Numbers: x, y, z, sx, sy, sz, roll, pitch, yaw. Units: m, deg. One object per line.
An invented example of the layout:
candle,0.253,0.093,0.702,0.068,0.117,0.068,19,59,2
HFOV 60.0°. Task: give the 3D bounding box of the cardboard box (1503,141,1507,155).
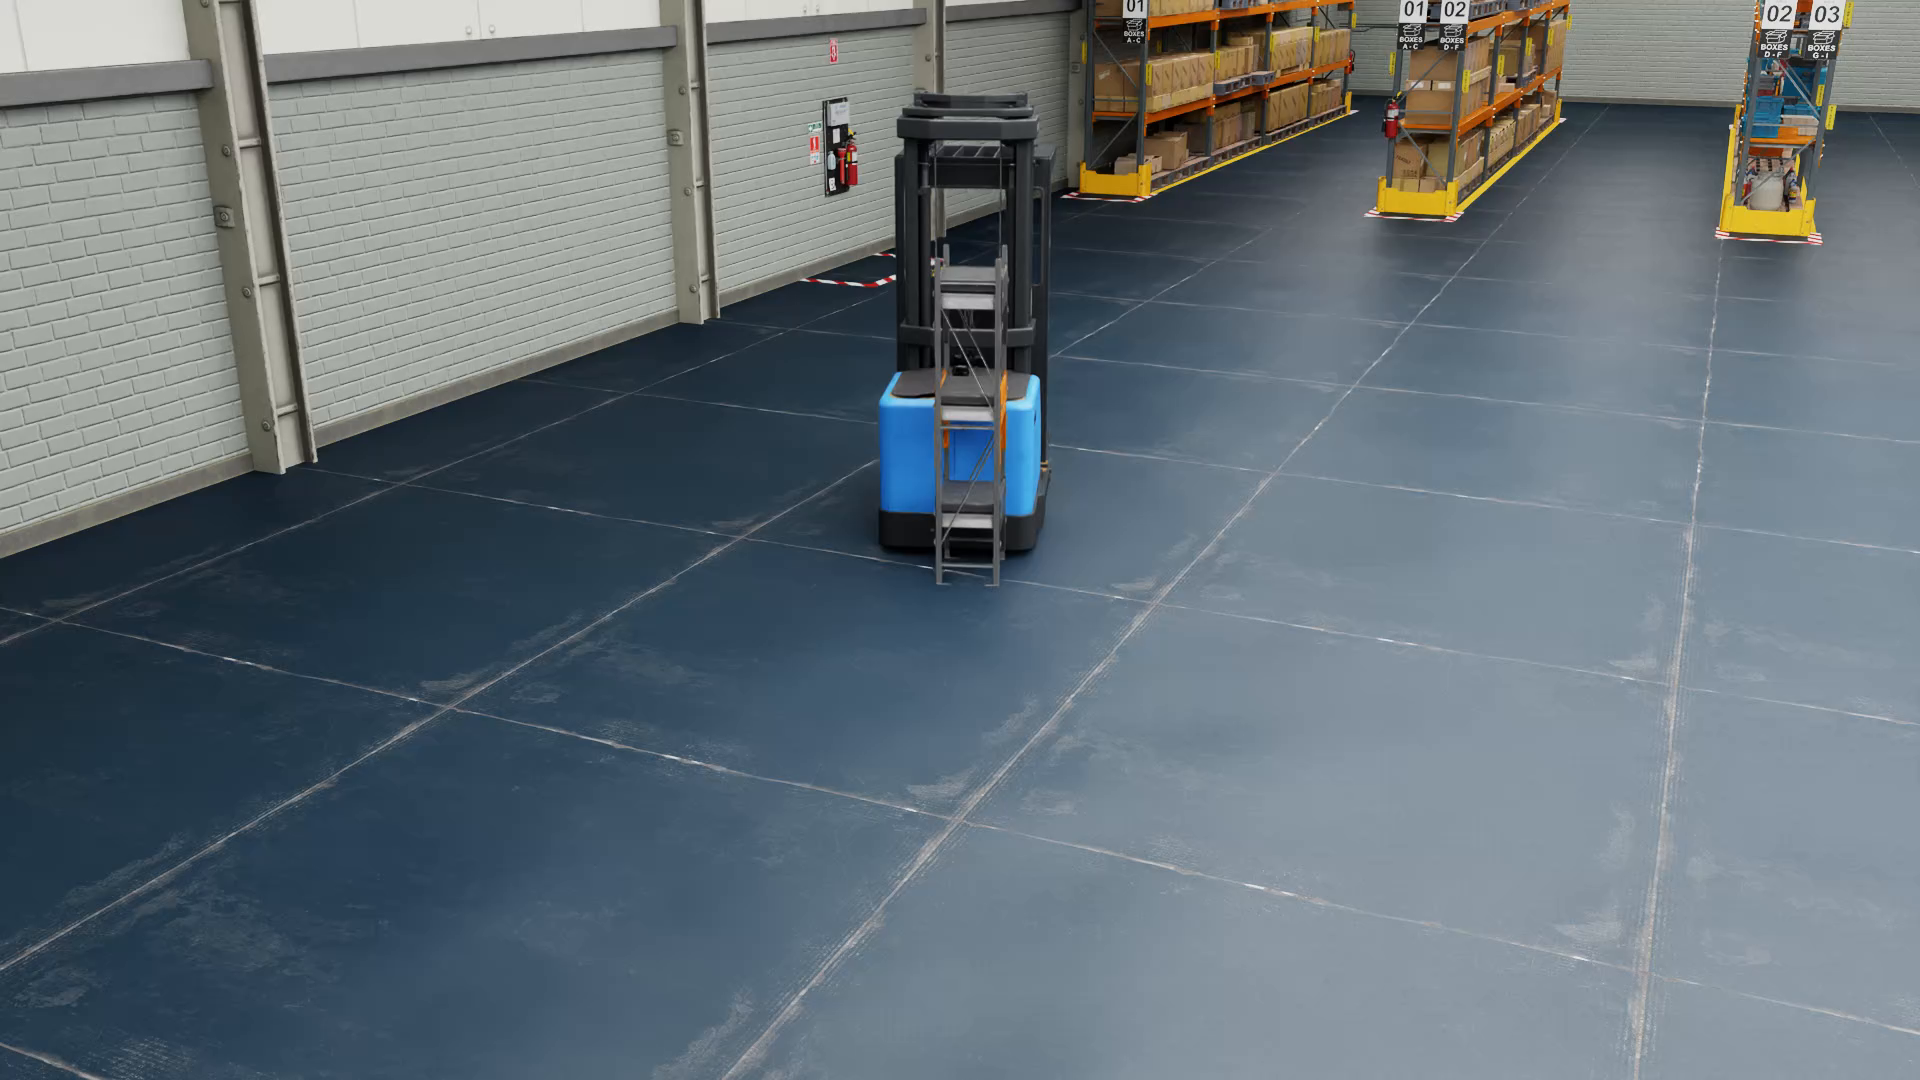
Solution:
cardboard box,9.932,-7.337,31.100,0.500,0.250,0.500,9,22,24

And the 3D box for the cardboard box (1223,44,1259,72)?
cardboard box,5.637,-9.728,33.541,0.700,0.500,0.500,6,20,16

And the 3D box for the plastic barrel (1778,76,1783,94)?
plastic barrel,14.632,-7.968,29.232,0.421,0.512,0.421,0,20,0

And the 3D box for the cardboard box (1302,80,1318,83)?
cardboard box,8.356,-10.919,39.830,0.380,0.149,0.250,9,21,23

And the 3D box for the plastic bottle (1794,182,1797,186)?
plastic bottle,12.719,-5.320,25.348,0.061,0.283,0.133,9,21,24

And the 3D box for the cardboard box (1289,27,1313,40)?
cardboard box,7.500,-11.214,36.782,0.500,0.250,0.500,9,22,24

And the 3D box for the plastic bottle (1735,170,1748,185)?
plastic bottle,12.583,-5.821,26.768,0.152,0.276,0.135,9,22,25

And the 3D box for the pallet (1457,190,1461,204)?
pallet,7.340,-5.421,26.395,1.003,0.211,1.213,9,21,23

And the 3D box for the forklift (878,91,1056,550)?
forklift,0.115,-1.763,12.053,1.130,2.935,3.031,2,20,5

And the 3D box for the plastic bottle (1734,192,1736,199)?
plastic bottle,11.935,-5.324,25.483,0.097,0.201,0.097,0,20,0

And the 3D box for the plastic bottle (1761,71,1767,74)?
plastic bottle,15.719,-9.031,32.571,0.152,0.276,0.135,9,21,23

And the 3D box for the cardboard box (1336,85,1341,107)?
cardboard box,8.901,-10.857,40.624,0.700,0.500,0.500,9,21,23

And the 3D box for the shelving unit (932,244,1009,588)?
shelving unit,0.071,-0.774,10.511,0.431,2.100,0.503,2,20,5

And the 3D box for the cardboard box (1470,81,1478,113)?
cardboard box,8.108,-7.313,27.407,0.700,0.500,0.500,9,21,24

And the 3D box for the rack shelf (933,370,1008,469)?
rack shelf,0.071,-0.761,10.516,0.431,0.518,0.480,2,20,5

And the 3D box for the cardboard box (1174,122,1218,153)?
cardboard box,4.469,-7.653,31.585,0.700,0.500,0.500,9,22,25

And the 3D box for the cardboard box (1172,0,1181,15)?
cardboard box,3.371,-9.030,27.727,0.500,0.500,0.500,10,22,25

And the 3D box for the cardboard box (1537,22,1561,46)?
cardboard box,13.061,-11.260,37.011,0.500,0.500,0.500,9,22,24

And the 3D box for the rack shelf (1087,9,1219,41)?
rack shelf,3.363,-8.859,28.500,1.077,0.370,4.000,9,21,23

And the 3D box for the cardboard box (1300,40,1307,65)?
cardboard box,7.299,-10.705,36.471,0.500,0.500,0.500,9,21,23

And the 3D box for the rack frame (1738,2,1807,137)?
rack frame,16.497,-9.482,33.655,1.000,3.000,0.127,9,21,23

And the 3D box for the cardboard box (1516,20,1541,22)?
cardboard box,12.988,-11.644,38.092,0.500,0.500,0.500,9,21,23

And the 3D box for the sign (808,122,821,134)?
sign,-1.772,-5.033,20.302,0.001,0.109,0.331,9,21,23

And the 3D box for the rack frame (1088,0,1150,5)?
rack frame,2.544,-10.000,26.158,1.000,3.000,0.127,9,21,23

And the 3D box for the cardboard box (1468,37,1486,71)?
cardboard box,8.321,-8.085,27.640,0.700,0.500,0.500,8,21,23

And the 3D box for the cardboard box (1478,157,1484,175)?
cardboard box,8.713,-6.448,28.600,0.500,0.250,0.500,9,21,23

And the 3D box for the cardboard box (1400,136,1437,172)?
cardboard box,7.409,-6.263,26.960,0.500,0.500,0.500,9,21,23

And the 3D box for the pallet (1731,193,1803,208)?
pallet,12.409,-5.149,25.632,1.003,0.211,1.213,9,21,23

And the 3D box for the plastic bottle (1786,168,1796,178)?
plastic bottle,13.141,-5.701,26.319,0.144,0.351,0.185,7,21,20

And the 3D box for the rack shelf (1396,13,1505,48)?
rack shelf,7.884,-8.181,26.592,1.077,0.370,4.000,9,21,23

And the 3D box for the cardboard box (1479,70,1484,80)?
cardboard box,8.473,-7.722,27.587,0.380,0.149,0.250,9,21,23

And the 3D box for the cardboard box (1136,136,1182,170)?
cardboard box,3.489,-6.794,29.169,0.700,0.500,0.500,7,21,19

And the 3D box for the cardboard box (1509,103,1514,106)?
cardboard box,11.559,-9.078,35.593,0.500,0.500,0.500,8,21,20

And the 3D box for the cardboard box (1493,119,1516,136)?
cardboard box,10.351,-7.913,31.882,0.500,0.311,0.500,9,22,24

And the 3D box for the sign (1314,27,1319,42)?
sign,7.957,-11.278,37.096,0.100,0.325,0.005,9,21,23

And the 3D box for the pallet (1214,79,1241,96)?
pallet,4.628,-8.519,31.234,1.003,0.211,1.213,9,21,23

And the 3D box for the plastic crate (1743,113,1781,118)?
plastic crate,11.786,-6.136,24.467,0.499,0.251,0.408,9,21,23

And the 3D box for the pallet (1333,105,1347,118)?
pallet,8.840,-10.495,40.666,1.003,0.211,1.213,9,21,23

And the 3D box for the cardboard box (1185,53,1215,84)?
cardboard box,4.271,-8.501,29.972,0.500,0.500,0.500,8,21,23

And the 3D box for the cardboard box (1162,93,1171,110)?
cardboard box,3.233,-7.378,27.933,0.500,0.250,0.500,8,21,21

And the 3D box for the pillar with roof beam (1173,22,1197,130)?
pillar with roof beam,8.426,-11.576,30.589,9.100,9.000,0.400,9,21,23

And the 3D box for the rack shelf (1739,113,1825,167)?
rack shelf,12.402,-6.086,25.180,1.077,0.370,4.000,9,21,23

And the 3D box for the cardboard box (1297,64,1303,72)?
cardboard box,7.295,-10.348,36.435,0.380,0.149,0.250,9,21,23

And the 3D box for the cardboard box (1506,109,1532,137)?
cardboard box,11.416,-8.544,34.089,0.500,0.500,0.500,8,21,21

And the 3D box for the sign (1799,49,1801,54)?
sign,18.643,-10.711,36.868,0.100,0.325,0.005,9,21,23

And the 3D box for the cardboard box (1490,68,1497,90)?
cardboard box,9.453,-8.311,30.214,0.500,0.500,0.500,9,21,23

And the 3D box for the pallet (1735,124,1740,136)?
pallet,17.260,-8.773,35.822,1.003,0.211,1.213,9,21,23

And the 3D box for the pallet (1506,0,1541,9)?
pallet,10.145,-10.045,31.043,1.213,0.211,1.003,10,22,25

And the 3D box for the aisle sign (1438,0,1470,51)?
aisle sign,7.318,-7.658,24.645,0.394,0.787,0.004,9,21,23

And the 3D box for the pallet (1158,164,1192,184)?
pallet,3.441,-6.498,29.425,1.003,0.211,1.213,9,21,23
